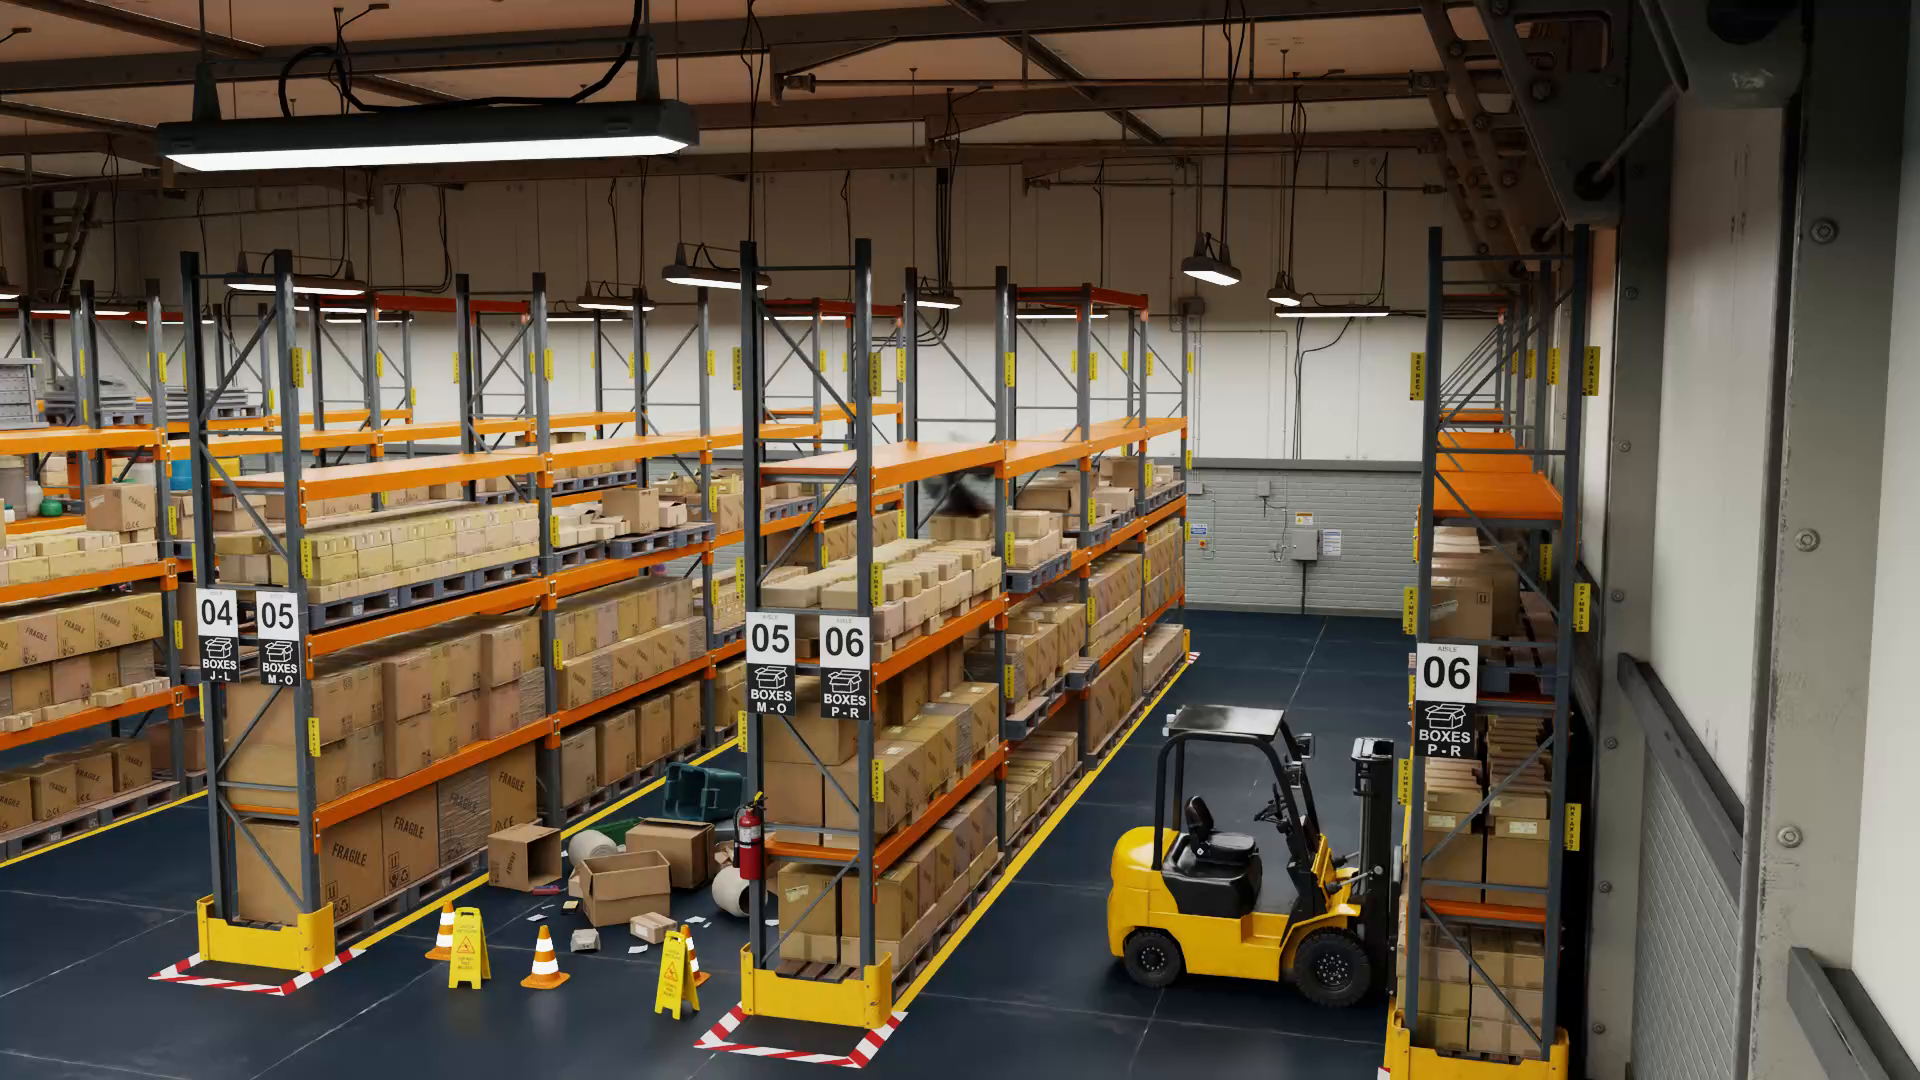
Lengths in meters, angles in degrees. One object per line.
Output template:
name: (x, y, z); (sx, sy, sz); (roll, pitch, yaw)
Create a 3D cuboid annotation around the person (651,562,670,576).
person: (-5.806, 0.800, 31.929); (0.640, 1.561, 0.520); (5, 8, 37)
